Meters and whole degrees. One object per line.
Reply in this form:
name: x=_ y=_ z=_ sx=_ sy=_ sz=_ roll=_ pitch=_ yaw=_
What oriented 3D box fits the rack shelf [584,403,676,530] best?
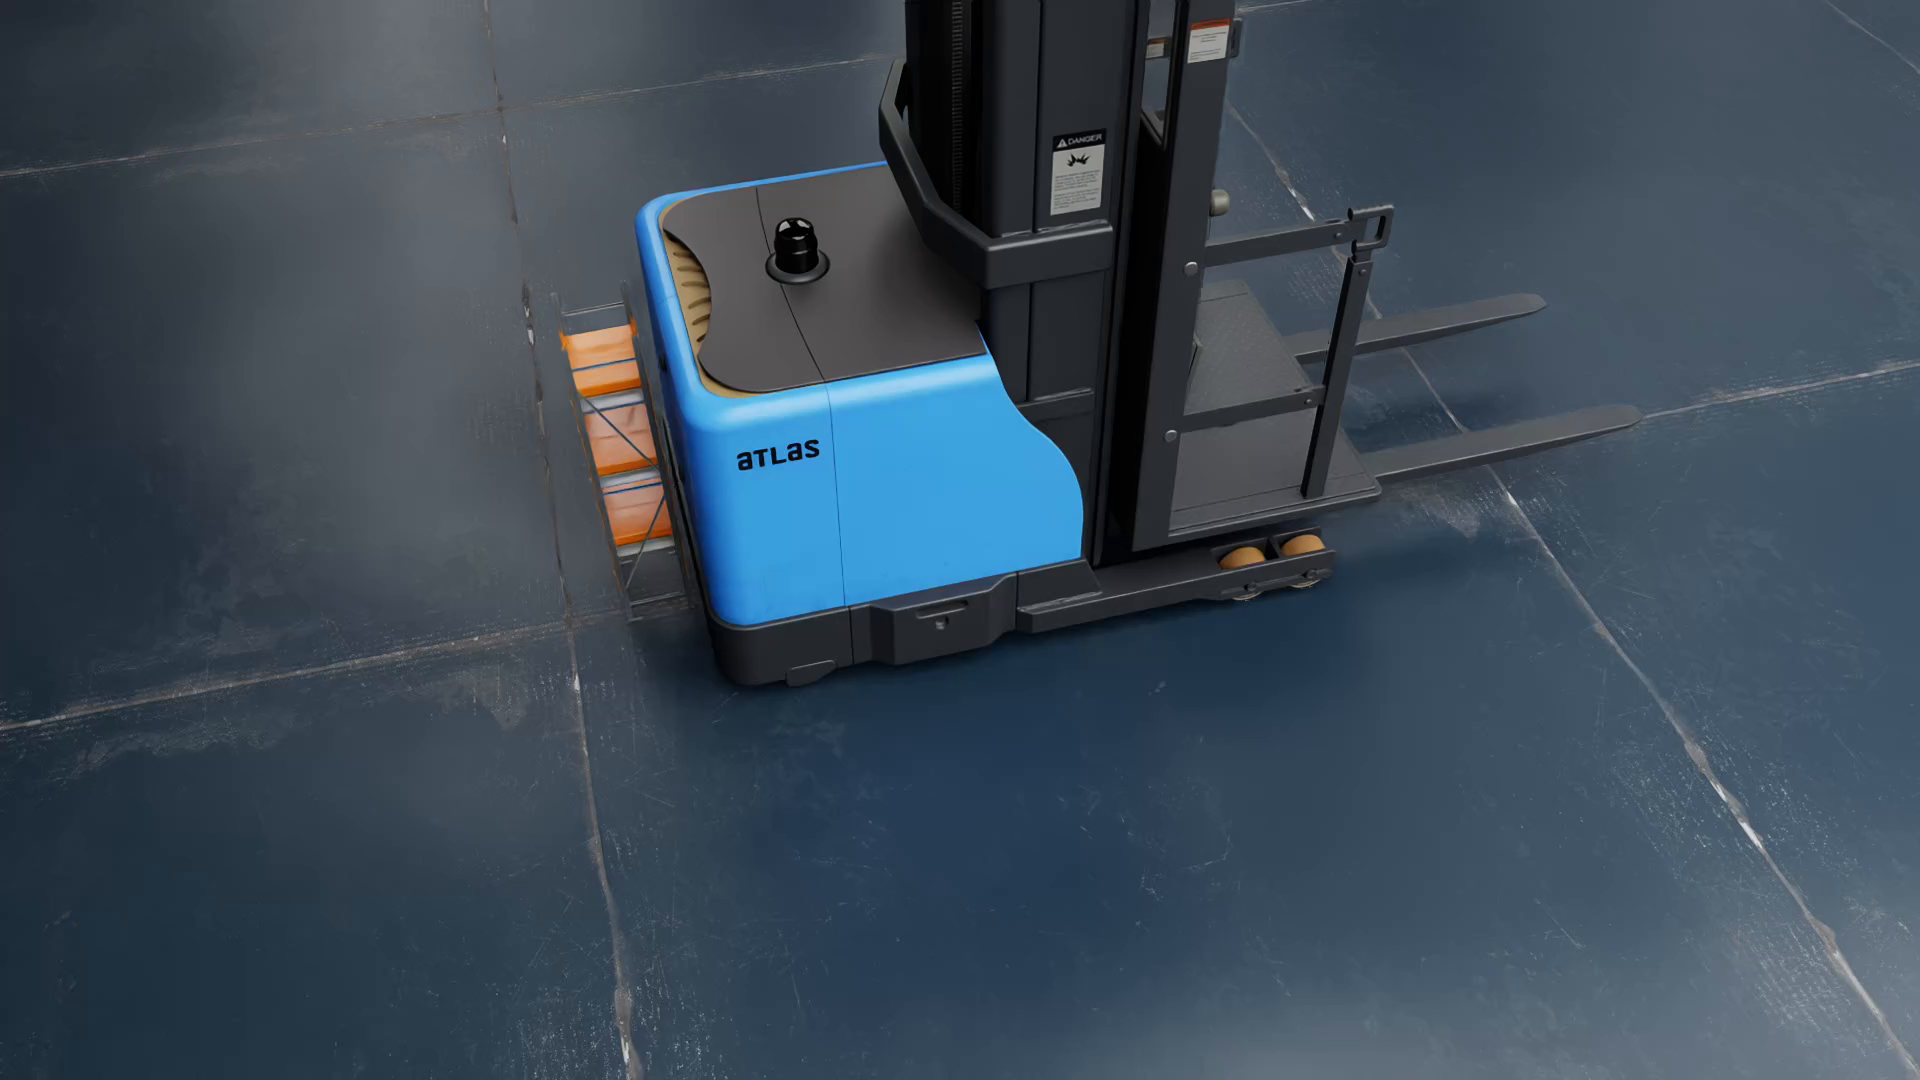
rack shelf: x=-0.947 y=-0.218 z=4.739 sx=0.215 sy=0.259 sz=0.240 roll=-12 pitch=47 yaw=-10

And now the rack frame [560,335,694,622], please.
rack frame: x=-0.915 y=-0.141 z=4.649 sx=0.200 sy=1.050 sz=0.008 roll=-12 pitch=47 yaw=-10

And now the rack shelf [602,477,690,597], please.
rack shelf: x=-0.941 y=-0.024 z=4.939 sx=0.215 sy=0.259 sz=0.240 roll=-12 pitch=47 yaw=-10

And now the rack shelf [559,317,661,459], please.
rack shelf: x=-0.954 y=-0.415 z=4.535 sx=0.215 sy=0.259 sz=0.240 roll=-12 pitch=47 yaw=-10

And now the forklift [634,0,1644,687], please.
forklift: x=0.643 y=-1.196 z=4.370 sx=3.031 sy=2.935 sz=1.130 roll=-11 pitch=47 yaw=-11

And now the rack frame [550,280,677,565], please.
rack frame: x=-0.980 y=-0.309 z=4.814 sx=0.200 sy=1.050 sz=0.008 roll=-12 pitch=47 yaw=-10

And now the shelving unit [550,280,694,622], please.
shelving unit: x=-0.947 y=-0.225 z=4.731 sx=0.215 sy=1.050 sz=0.252 roll=-12 pitch=47 yaw=-10
